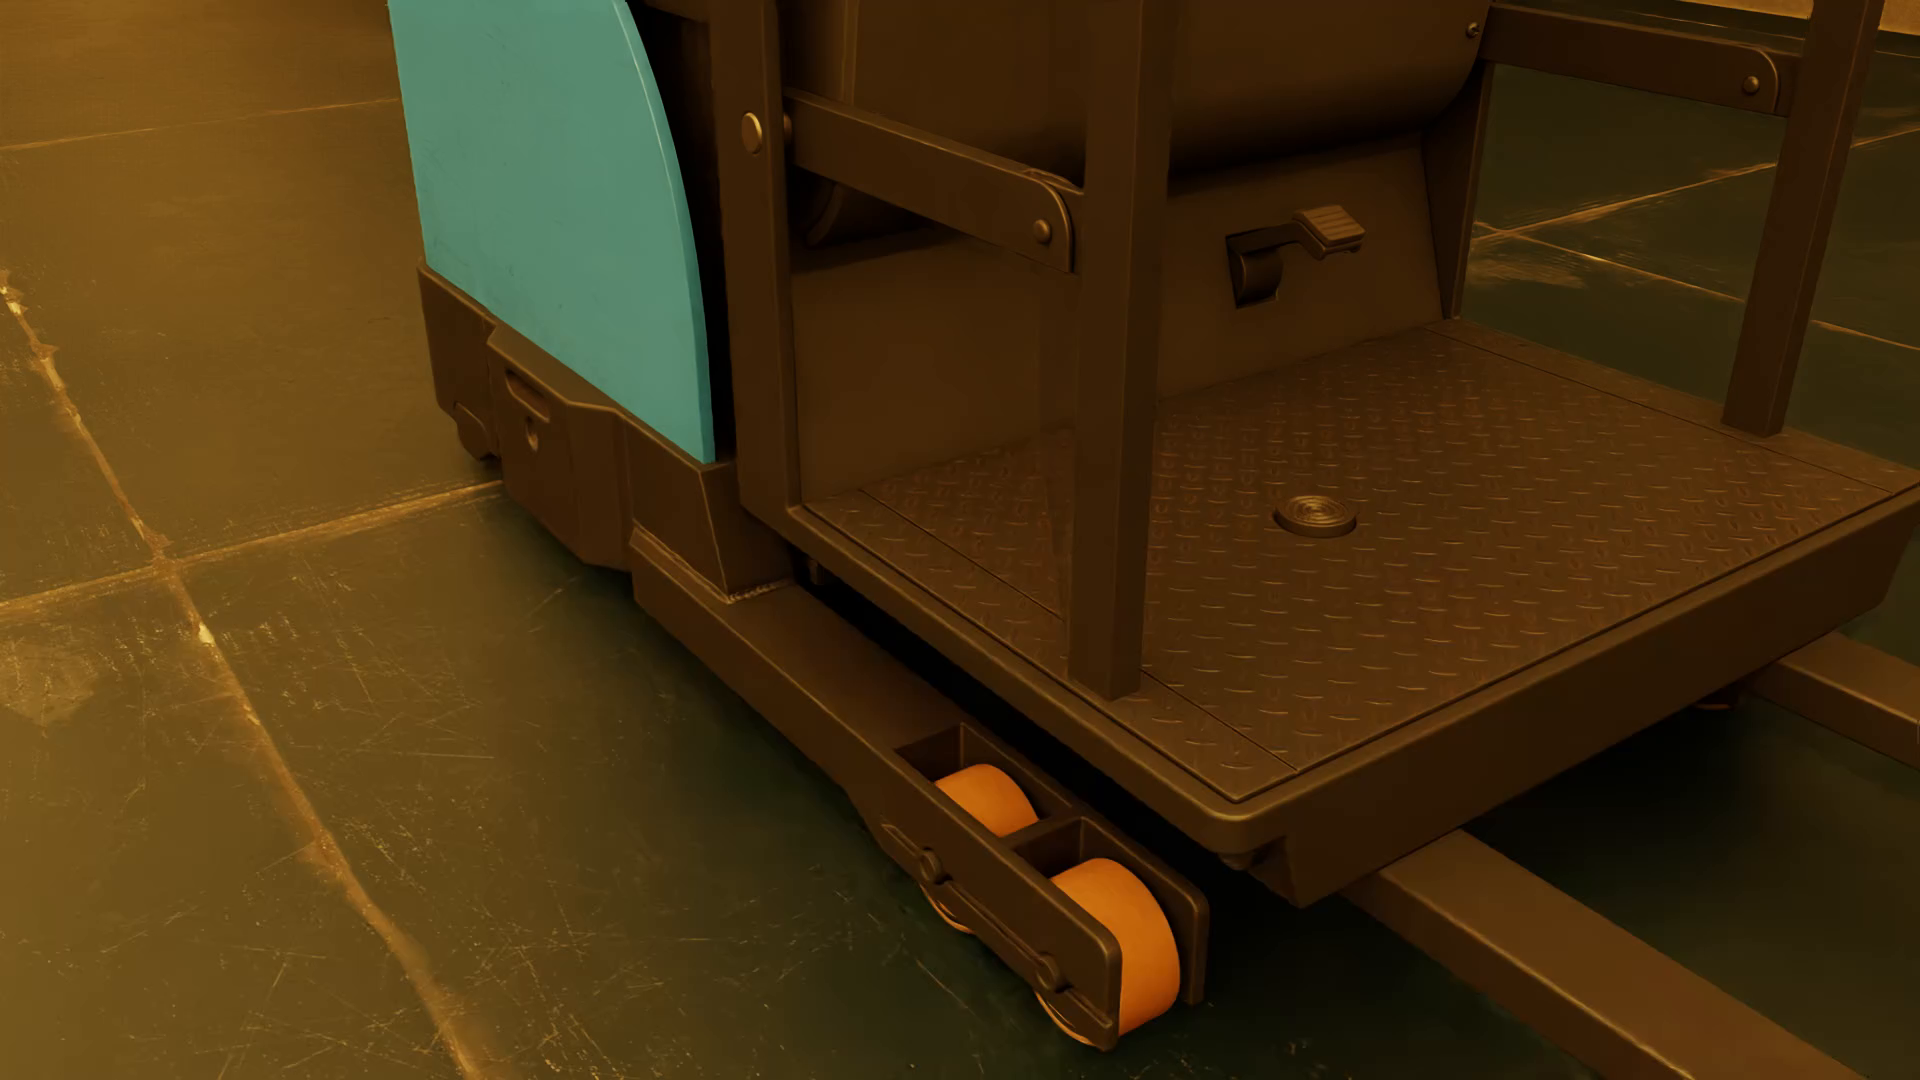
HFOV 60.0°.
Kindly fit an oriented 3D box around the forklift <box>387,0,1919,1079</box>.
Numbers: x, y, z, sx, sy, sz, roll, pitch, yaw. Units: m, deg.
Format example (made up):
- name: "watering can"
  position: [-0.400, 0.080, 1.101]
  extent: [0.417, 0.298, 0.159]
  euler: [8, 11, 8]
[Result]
- name: "forklift"
  position: [0.374, -1.087, 1.399]
  extent: [1.130, 2.935, 3.031]
  euler: [-18, 32, -31]
